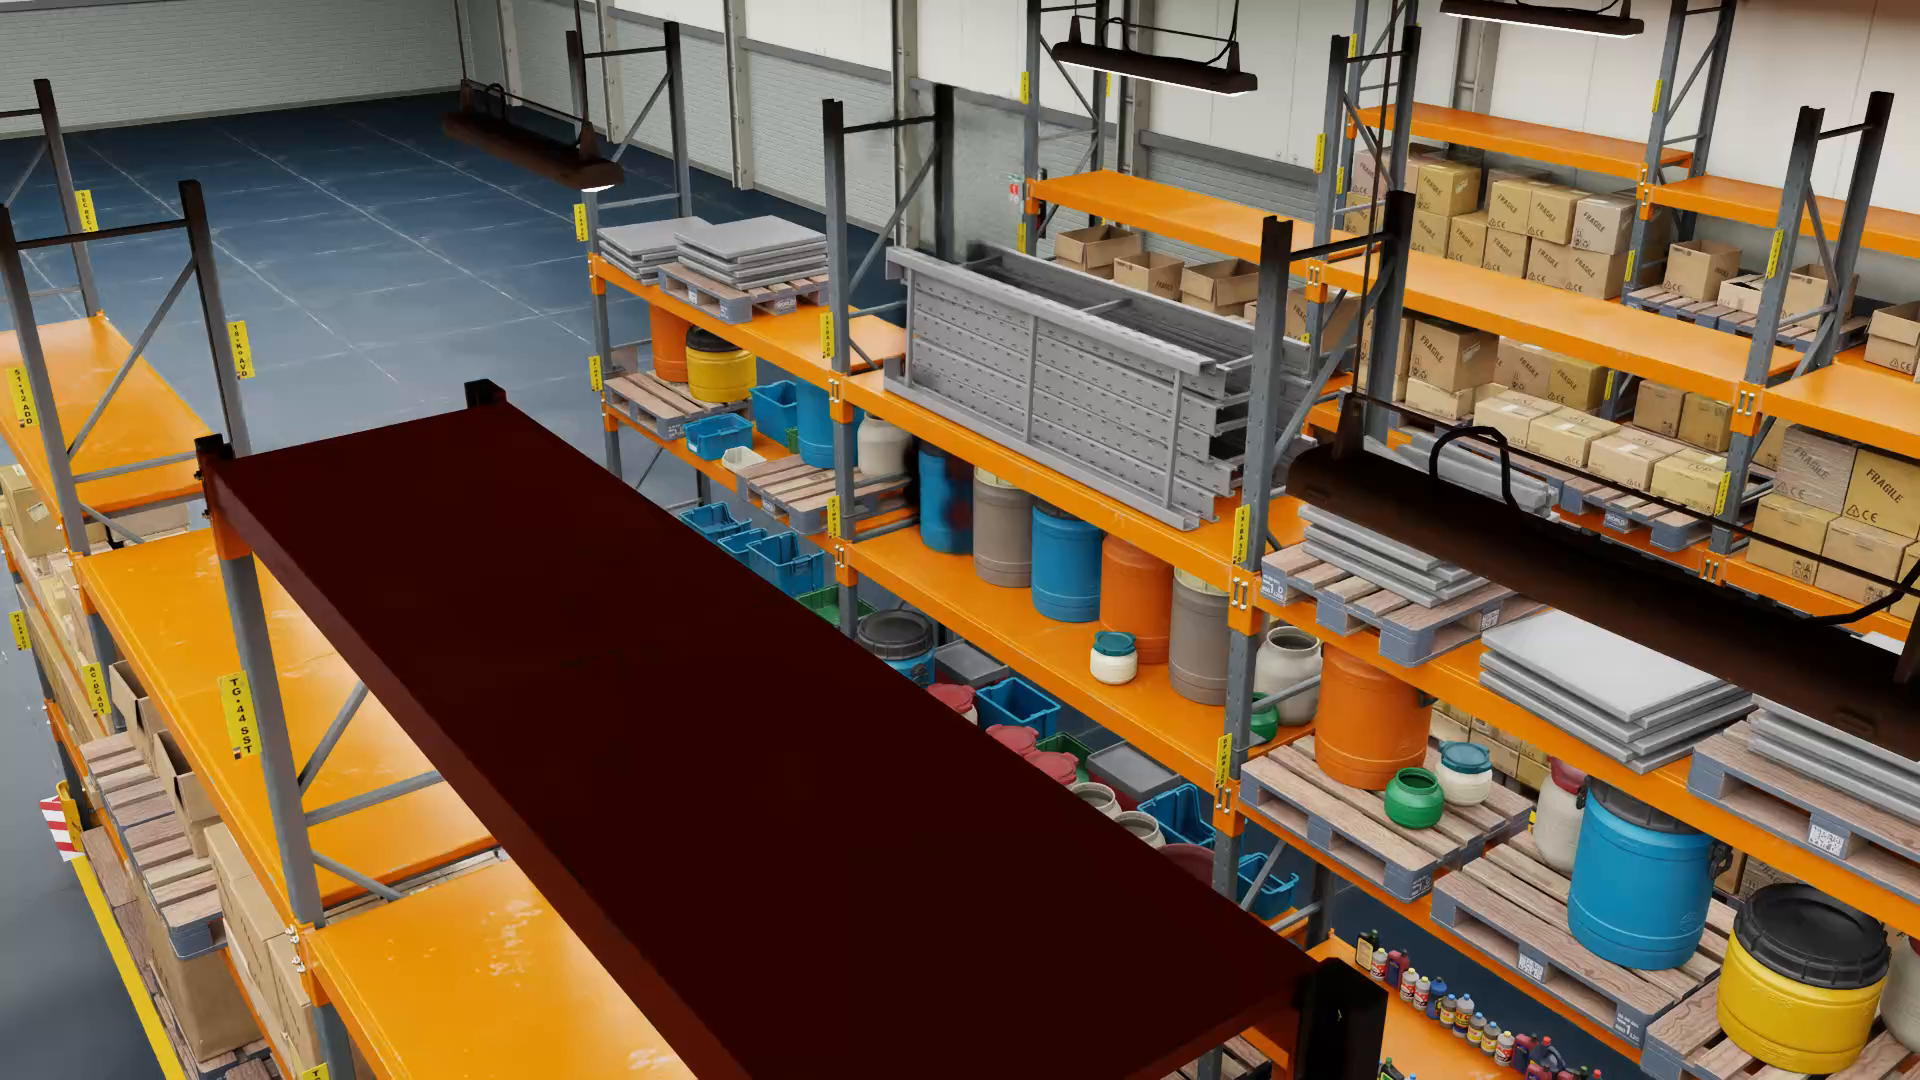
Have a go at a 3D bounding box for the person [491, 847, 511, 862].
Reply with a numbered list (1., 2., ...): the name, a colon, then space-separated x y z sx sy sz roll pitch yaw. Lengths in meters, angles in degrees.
1. person: -3.464 2.148 12.219 0.737 1.791 1.110 -20 32 -37
